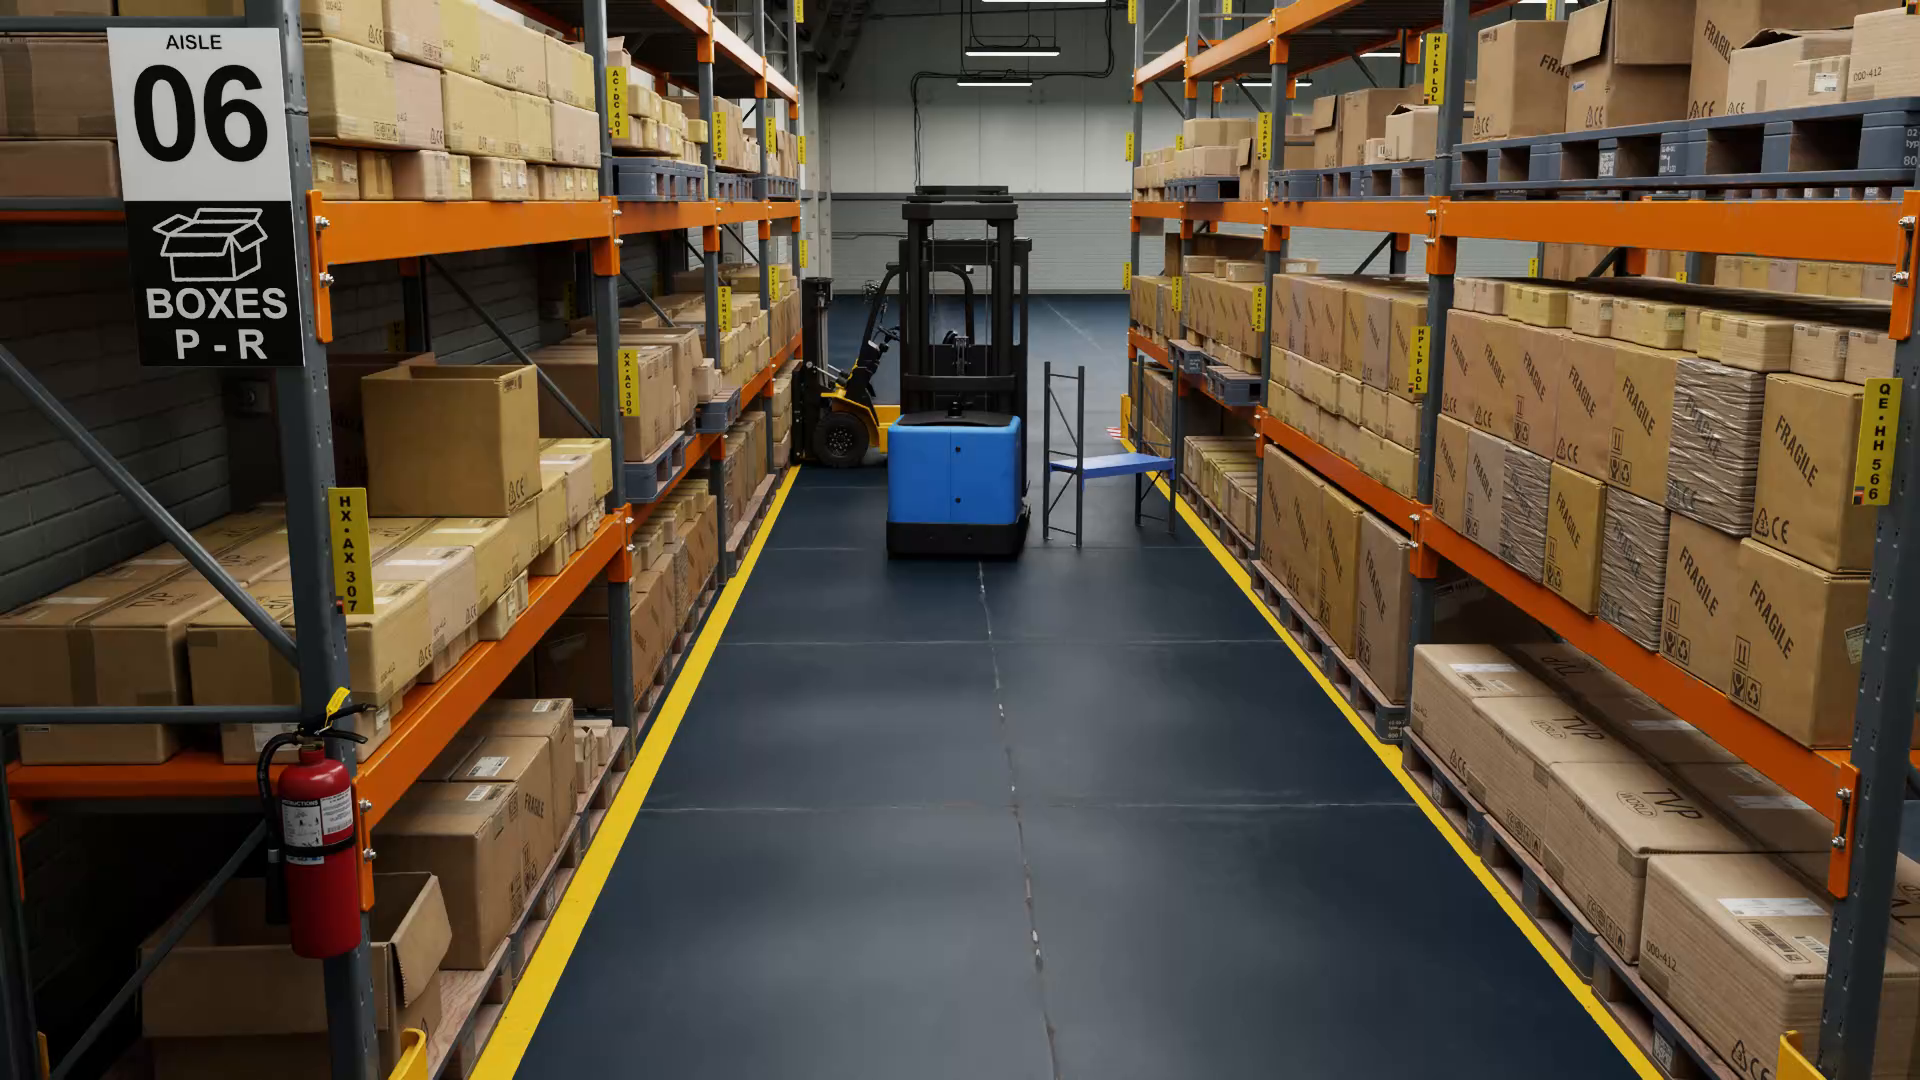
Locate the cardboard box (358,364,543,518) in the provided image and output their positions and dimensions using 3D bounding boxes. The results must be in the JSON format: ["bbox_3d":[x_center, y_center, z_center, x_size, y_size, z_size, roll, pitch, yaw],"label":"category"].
[{"bbox_3d":[-1.852,-0.373,6.097,0.500,0.500,0.500,0,11,0],"label":"cardboard box"}]

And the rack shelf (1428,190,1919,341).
[{"bbox_3d":[2.841,-1.080,6.103,1.077,0.370,4.000,0,11,-1],"label":"rack shelf"}]

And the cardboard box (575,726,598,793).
[{"bbox_3d":[-1.850,0.976,7.526,0.396,0.266,0.258,0,11,1],"label":"cardboard box"}]

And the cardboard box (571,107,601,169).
[{"bbox_3d":[-1.903,-1.786,7.405,0.500,0.250,0.500,0,11,-1],"label":"cardboard box"}]

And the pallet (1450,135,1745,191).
[{"bbox_3d":[2.806,-1.624,7.198,1.003,0.211,1.213,0,11,-1],"label":"pallet"}]

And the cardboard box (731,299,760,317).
[{"bbox_3d":[-1.985,-2.077,14.871,0.380,0.149,0.250,-1,11,-3],"label":"cardboard box"}]

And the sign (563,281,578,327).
[{"bbox_3d":[-2.800,-1.699,11.975,0.100,0.325,0.005,0,11,-1],"label":"sign"}]

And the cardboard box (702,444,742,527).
[{"bbox_3d":[-2.266,-0.430,13.551,0.875,0.625,0.625,0,11,1],"label":"cardboard box"}]

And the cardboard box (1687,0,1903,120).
[{"bbox_3d":[2.991,-1.740,5.989,0.500,0.500,0.500,0,11,0],"label":"cardboard box"}]

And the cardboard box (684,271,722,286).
[{"bbox_3d":[-2.673,-2.708,17.231,0.380,0.149,0.250,0,11,-2],"label":"cardboard box"}]

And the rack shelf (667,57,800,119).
[{"bbox_3d":[-2.370,-4.718,17.499,1.077,0.370,4.000,0,11,-1],"label":"rack shelf"}]

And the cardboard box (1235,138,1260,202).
[{"bbox_3d":[2.657,-2.979,13.394,0.797,0.503,0.637,0,11,-1],"label":"cardboard box"}]

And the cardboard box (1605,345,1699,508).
[{"bbox_3d":[2.587,-0.401,5.725,0.500,0.500,0.500,0,11,-1],"label":"cardboard box"}]

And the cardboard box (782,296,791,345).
[{"bbox_3d":[-2.104,-2.372,17.954,0.500,0.500,0.500,0,11,-1],"label":"cardboard box"}]

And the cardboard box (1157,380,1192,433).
[{"bbox_3d":[2.342,-1.394,17.358,0.500,0.500,0.500,0,11,0],"label":"cardboard box"}]

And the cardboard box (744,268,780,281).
[{"bbox_3d":[-2.155,-2.862,17.990,0.380,0.149,0.250,0,11,0],"label":"cardboard box"}]

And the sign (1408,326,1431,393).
[{"bbox_3d":[2.257,-0.885,8.162,0.100,0.325,0.005,0,11,-1],"label":"sign"}]

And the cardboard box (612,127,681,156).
[{"bbox_3d":[-1.791,-2.255,9.411,0.380,0.149,0.250,0,11,0],"label":"cardboard box"}]

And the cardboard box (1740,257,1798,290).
[{"bbox_3d":[7.610,-2.329,15.228,0.700,0.500,0.500,0,11,-2],"label":"cardboard box"}]

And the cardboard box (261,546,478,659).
[{"bbox_3d":[-1.831,0.192,5.196,0.500,0.250,0.500,0,11,-1],"label":"cardboard box"}]

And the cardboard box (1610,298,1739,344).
[{"bbox_3d":[2.607,-0.798,6.051,0.380,0.149,0.250,0,11,1],"label":"cardboard box"}]

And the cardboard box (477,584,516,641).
[{"bbox_3d":[-1.790,0.257,5.882,0.380,0.149,0.250,-1,11,-3],"label":"cardboard box"}]

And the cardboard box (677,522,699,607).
[{"bbox_3d":[-2.009,0.172,10.898,0.500,0.500,0.500,0,11,1],"label":"cardboard box"}]

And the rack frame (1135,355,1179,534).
[{"bbox_3d":[1.698,-0.826,14.359,0.032,1.500,0.500,-8,14,-33],"label":"rack frame"}]

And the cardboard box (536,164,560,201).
[{"bbox_3d":[-1.861,-1.465,6.822,0.380,0.149,0.250,0,11,-1],"label":"cardboard box"}]

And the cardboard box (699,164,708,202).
[{"bbox_3d":[-1.992,-2.430,11.324,0.500,0.250,0.500,-1,11,-3],"label":"cardboard box"}]

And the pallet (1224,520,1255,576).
[{"bbox_3d":[2.702,0.056,13.252,1.003,0.211,1.213,0,11,-1],"label":"pallet"}]

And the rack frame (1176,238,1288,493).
[{"bbox_3d":[2.634,-1.950,16.128,1.000,3.000,0.127,0,11,-1],"label":"rack frame"}]

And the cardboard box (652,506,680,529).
[{"bbox_3d":[-2.018,-0.127,10.739,0.380,0.149,0.250,0,11,-2],"label":"cardboard box"}]

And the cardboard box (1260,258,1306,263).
[{"bbox_3d":[2.897,-2.441,14.860,0.380,0.149,0.250,-1,11,-3],"label":"cardboard box"}]

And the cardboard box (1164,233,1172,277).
[{"bbox_3d":[2.780,-3.330,19.413,0.700,0.500,0.500,-1,11,-3],"label":"cardboard box"}]

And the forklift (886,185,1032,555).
[{"bbox_3d":[0.052,-1.560,14.379,1.130,2.935,3.031,1,12,5],"label":"forklift"}]

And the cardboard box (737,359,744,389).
[{"bbox_3d":[-2.033,-1.352,13.557,0.500,0.250,0.500,-1,11,-3],"label":"cardboard box"}]

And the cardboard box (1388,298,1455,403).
[{"bbox_3d":[2.539,-0.987,8.613,0.500,0.500,0.500,0,11,1],"label":"cardboard box"}]

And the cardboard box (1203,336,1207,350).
[{"bbox_3d":[2.372,-1.765,14.790,0.380,0.149,0.250,0,11,0],"label":"cardboard box"}]

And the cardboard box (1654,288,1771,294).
[{"bbox_3d":[3.081,-0.955,6.823,0.380,0.149,0.250,0,11,-2],"label":"cardboard box"}]

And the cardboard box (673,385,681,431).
[{"bbox_3d":[-1.808,-0.757,9.526,0.396,0.266,0.258,0,11,2],"label":"cardboard box"}]

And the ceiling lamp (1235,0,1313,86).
[{"bbox_3d":[8.299,-13.628,43.921,2.000,3.185,0.800,0,11,-1],"label":"ceiling lamp"}]

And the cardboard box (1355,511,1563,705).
[{"bbox_3d":[2.707,0.352,9.065,0.875,0.875,0.875,0,11,1],"label":"cardboard box"}]

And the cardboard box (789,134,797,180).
[{"bbox_3d":[-2.158,-4.411,19.155,0.500,0.500,0.500,0,11,1],"label":"cardboard box"}]

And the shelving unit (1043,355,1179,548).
[{"bbox_3d":[1.277,-0.770,14.080,1.048,1.500,0.538,-8,14,-33],"label":"shelving unit"}]

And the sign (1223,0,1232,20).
[{"bbox_3d":[3.107,-6.219,19.334,0.100,0.325,0.005,0,11,-1],"label":"sign"}]

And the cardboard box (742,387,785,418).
[{"bbox_3d":[-2.025,-1.375,16.637,0.500,0.250,0.500,0,11,-2],"label":"cardboard box"}]

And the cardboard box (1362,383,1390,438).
[{"bbox_3d":[2.530,-0.718,9.172,0.500,0.250,0.500,0,11,0],"label":"cardboard box"}]

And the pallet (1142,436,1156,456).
[{"bbox_3d":[2.557,-0.960,18.261,1.003,0.211,1.213,0,11,-1],"label":"pallet"}]

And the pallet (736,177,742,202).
[{"bbox_3d":[-2.375,-2.868,13.584,1.003,0.211,1.213,0,11,1],"label":"pallet"}]

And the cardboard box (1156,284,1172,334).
[{"bbox_3d":[2.344,-2.438,17.532,0.500,0.500,0.500,0,11,0],"label":"cardboard box"}]

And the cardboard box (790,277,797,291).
[{"bbox_3d":[-2.089,-2.973,19.285,0.380,0.149,0.250,0,11,0],"label":"cardboard box"}]

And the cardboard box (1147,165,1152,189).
[{"bbox_3d":[2.332,-3.984,18.237,0.500,0.250,0.500,0,11,1],"label":"cardboard box"}]

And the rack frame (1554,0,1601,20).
[{"bbox_3d":[7.499,-5.726,19.650,1.000,3.000,0.127,0,11,-1],"label":"rack frame"}]

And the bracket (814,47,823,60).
[{"bbox_3d":[-3.377,-11.464,38.880,0.076,0.066,4.783,0,11,-1],"label":"bracket"}]

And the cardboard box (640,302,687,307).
[{"bbox_3d":[-2.562,-1.972,14.351,0.380,0.149,0.250,0,11,-2],"label":"cardboard box"}]

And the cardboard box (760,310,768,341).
[{"bbox_3d":[-2.062,-2.004,15.513,0.500,0.250,0.500,0,11,-2],"label":"cardboard box"}]

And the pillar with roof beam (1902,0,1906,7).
[{"bbox_3d":[23.272,-11.598,48.592,9.100,9.000,0.548,0,11,-1],"label":"pillar with roof beam"}]

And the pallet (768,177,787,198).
[{"bbox_3d":[-2.394,-3.767,17.762,1.003,0.211,1.213,0,11,-1],"label":"pallet"}]

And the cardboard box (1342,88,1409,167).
[{"bbox_3d":[2.927,-2.684,10.893,0.700,0.500,0.500,-1,11,-4],"label":"cardboard box"}]
